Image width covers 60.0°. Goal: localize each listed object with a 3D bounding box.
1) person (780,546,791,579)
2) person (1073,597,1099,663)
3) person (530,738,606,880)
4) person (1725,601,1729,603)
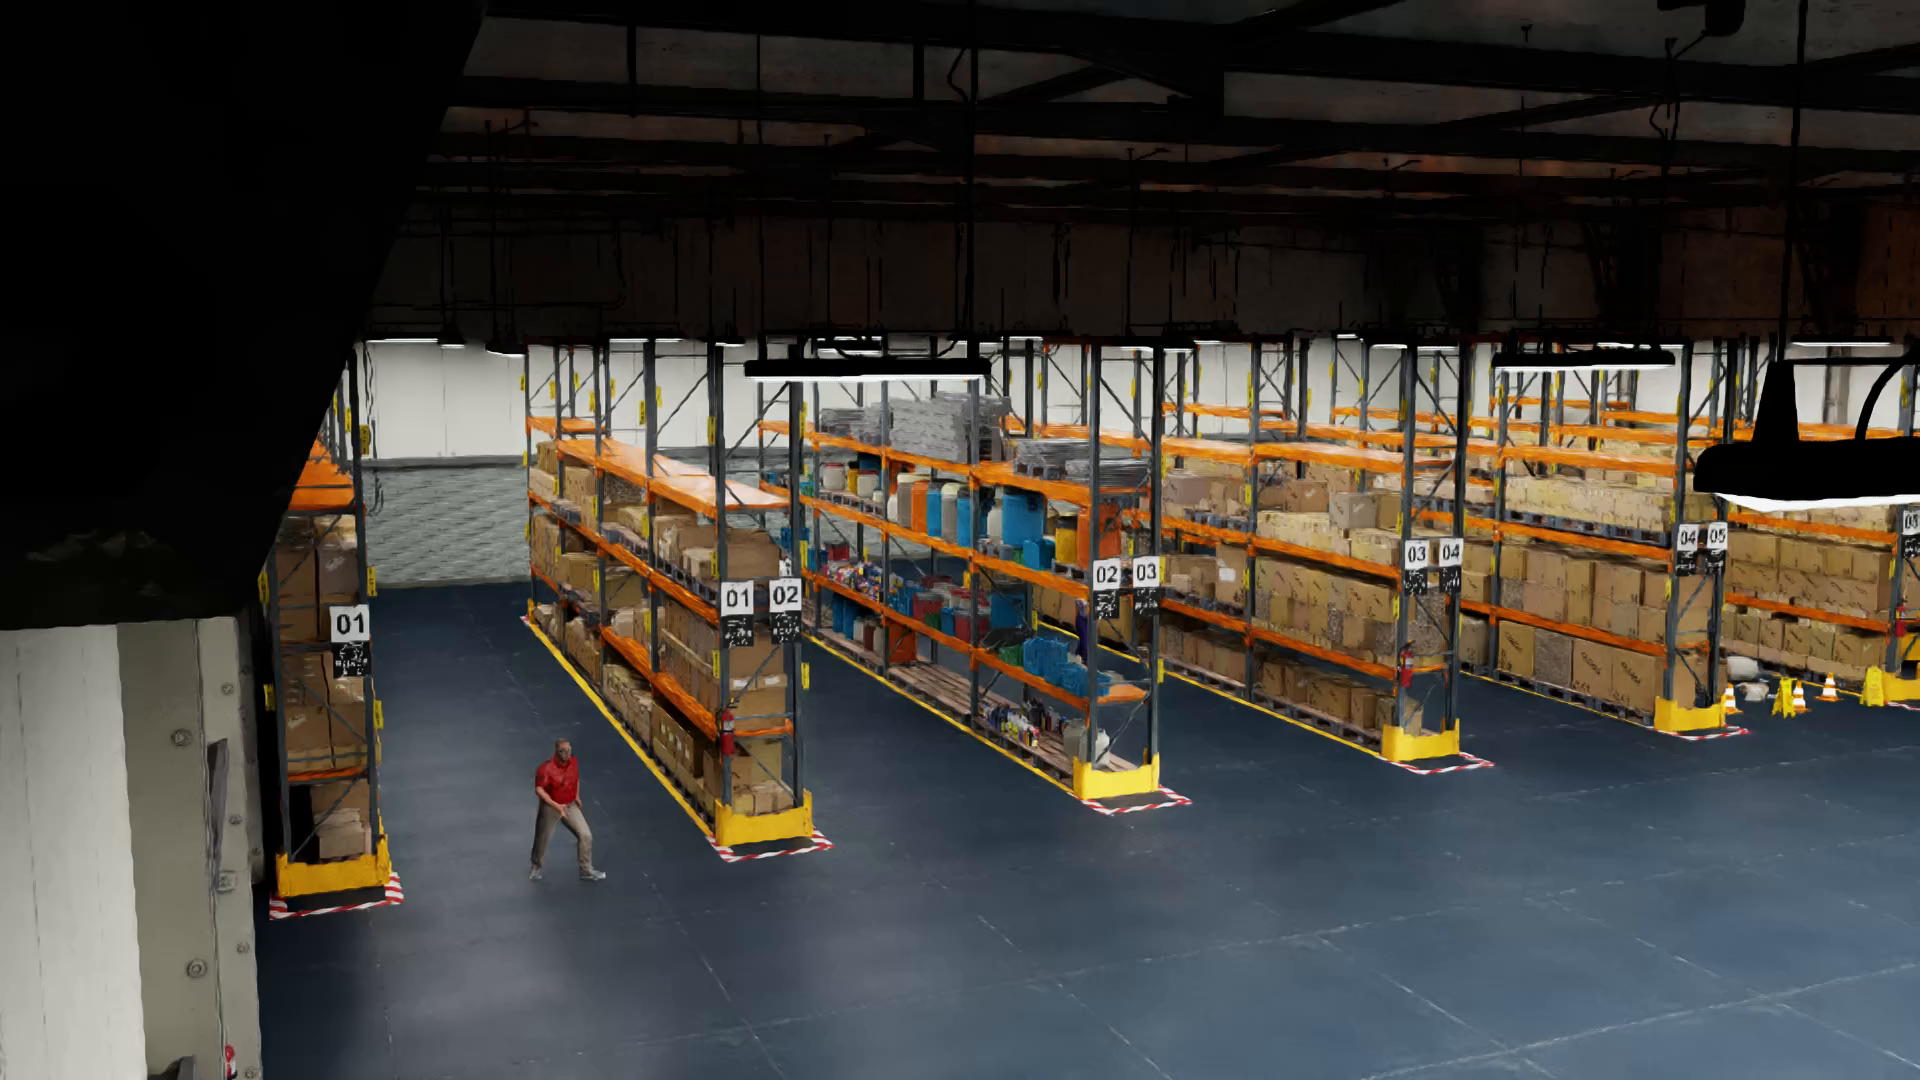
[{"bbox_3d":[-3.523,0.963,33.798,0.577,1.746,0.564,2,8,17],"label":"person"},{"bbox_3d":[2.360,1.483,30.572,0.478,1.567,1.083,-3,8,-24],"label":"person"},{"bbox_3d":[-4.501,3.018,18.751,0.705,1.661,0.833,-7,10,-41],"label":"person"},{"bbox_3d":[15.466,1.041,33.513,0.455,1.677,0.525,1,8,8],"label":"person"}]
